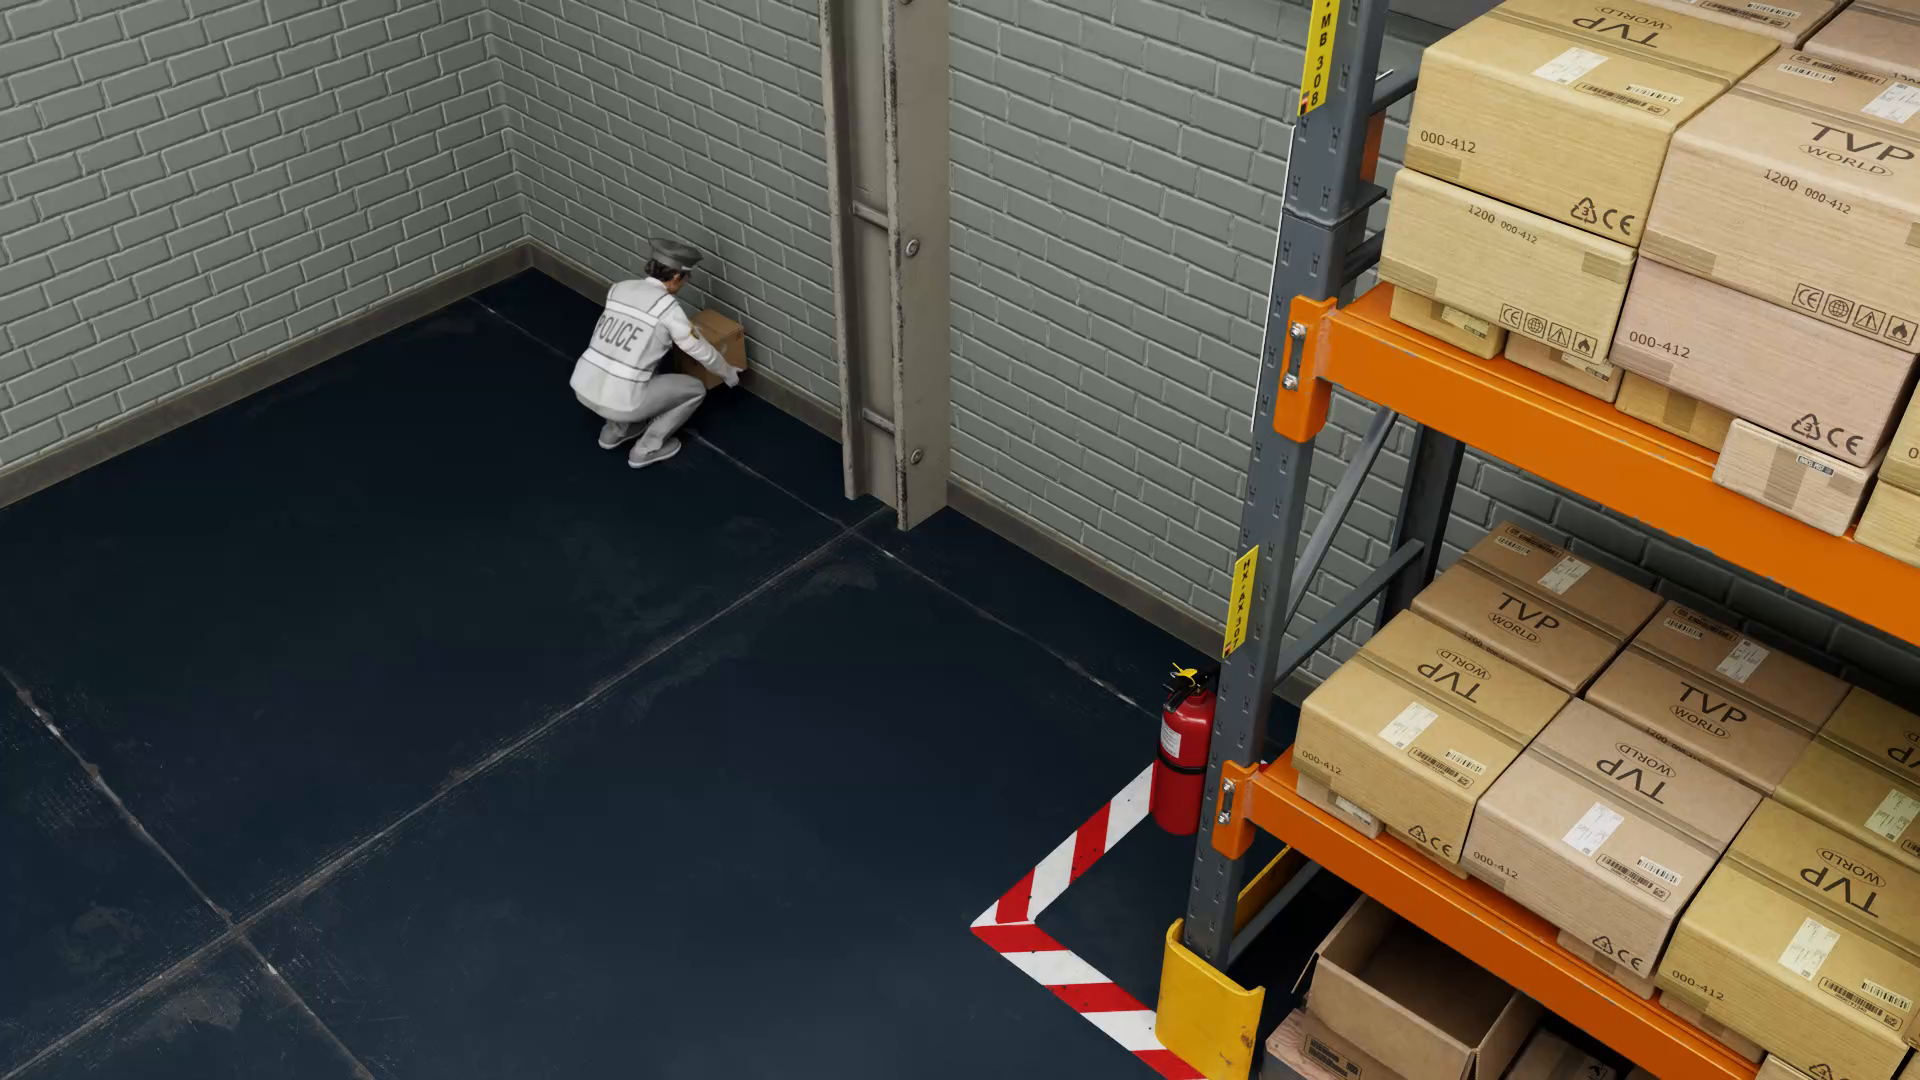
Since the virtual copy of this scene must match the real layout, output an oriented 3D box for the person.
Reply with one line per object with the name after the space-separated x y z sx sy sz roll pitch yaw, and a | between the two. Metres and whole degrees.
-1.444 -0.888 7.787 0.471 0.971 0.841 30 48 31 | person
